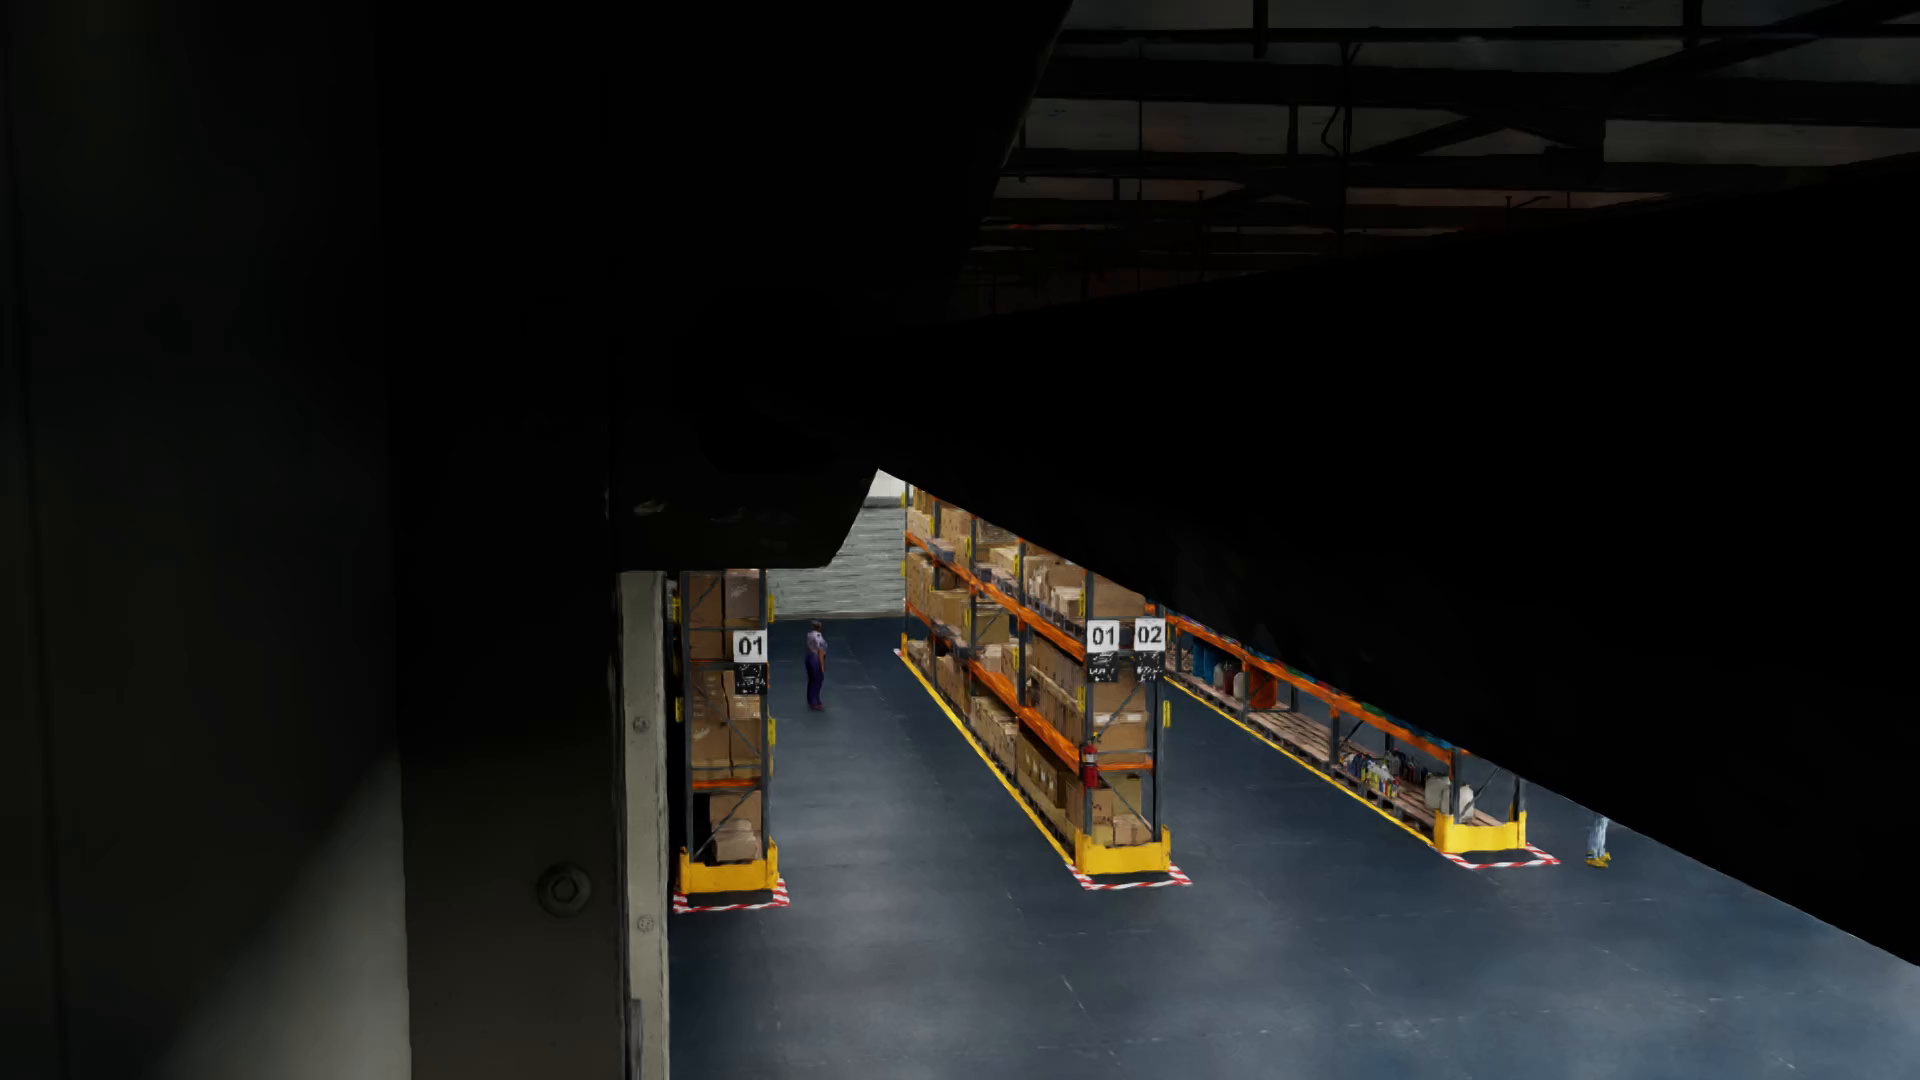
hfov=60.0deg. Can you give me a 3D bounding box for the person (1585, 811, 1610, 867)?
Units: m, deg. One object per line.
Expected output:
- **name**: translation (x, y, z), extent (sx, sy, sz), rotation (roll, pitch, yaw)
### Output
- **person**: translation (8.196, 3.251, 21.239), extent (0.414, 1.764, 0.689), rotation (0, 6, 3)

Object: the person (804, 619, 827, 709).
- **person**: translation (-2.676, 2.295, 30.948), extent (0.380, 1.640, 0.602), rotation (-4, 7, -31)
